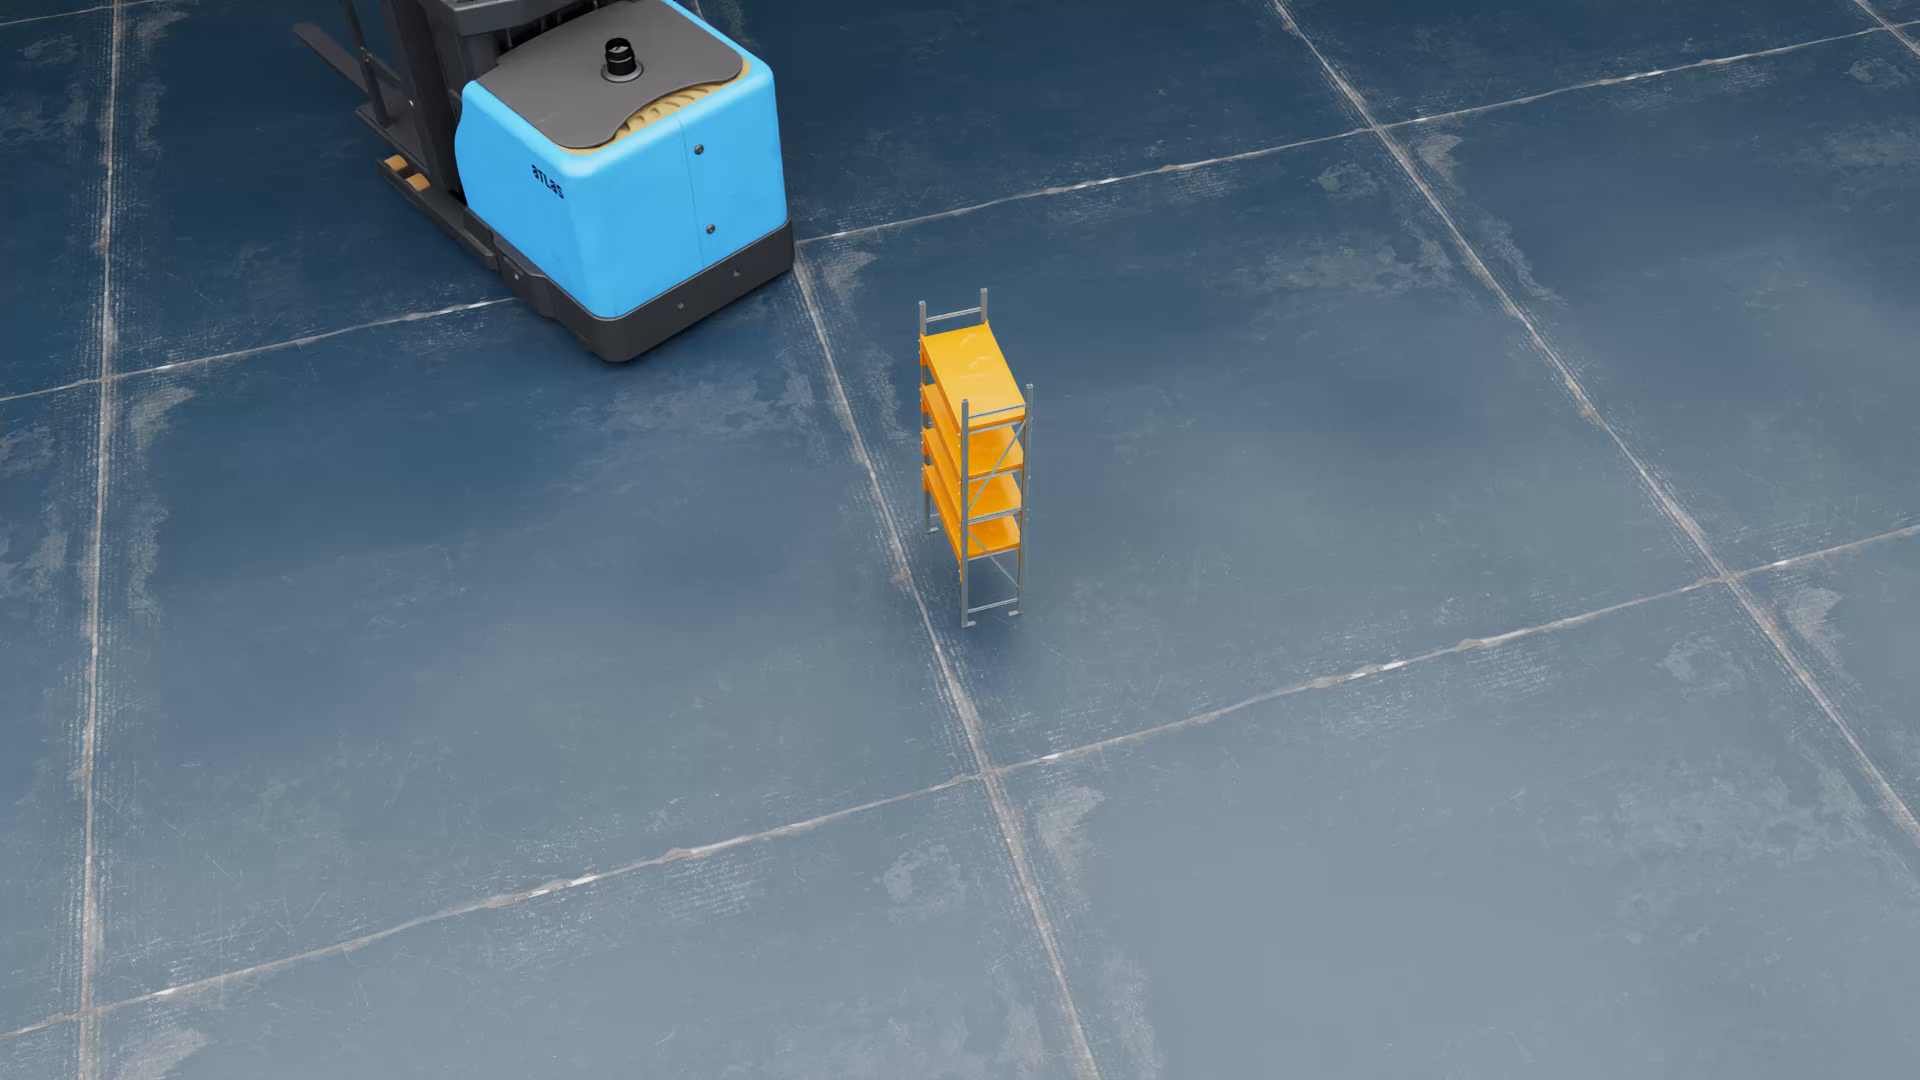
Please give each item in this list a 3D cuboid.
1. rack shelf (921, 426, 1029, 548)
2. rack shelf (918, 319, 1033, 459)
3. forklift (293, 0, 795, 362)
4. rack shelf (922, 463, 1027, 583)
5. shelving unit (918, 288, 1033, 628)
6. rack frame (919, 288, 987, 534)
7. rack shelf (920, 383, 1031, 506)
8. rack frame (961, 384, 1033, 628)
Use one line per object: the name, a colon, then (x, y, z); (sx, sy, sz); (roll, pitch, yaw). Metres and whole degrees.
rack shelf: (0.049, -0.222, 6.030); (0.258, 0.148, 0.480); (-13, 51, -11)
rack shelf: (0.049, -0.519, 5.679); (0.258, 0.148, 0.480); (-13, 51, -11)
forklift: (-2.117, -2.742, 6.935); (1.130, 2.935, 3.031); (-35, 58, -26)
rack shelf: (0.049, -0.094, 6.182); (0.258, 0.148, 0.480); (-13, 51, -11)
shelving unit: (0.049, -0.266, 5.979); (0.258, 1.200, 0.503); (-13, 51, -11)
rack frame: (-0.023, -0.444, 6.129); (0.240, 1.200, 0.015); (-13, 51, -11)
rack shelf: (0.049, -0.367, 5.859); (0.258, 0.148, 0.480); (-13, 51, -11)
rack frame: (0.121, -0.088, 5.829); (0.240, 1.200, 0.015); (-13, 51, -11)
